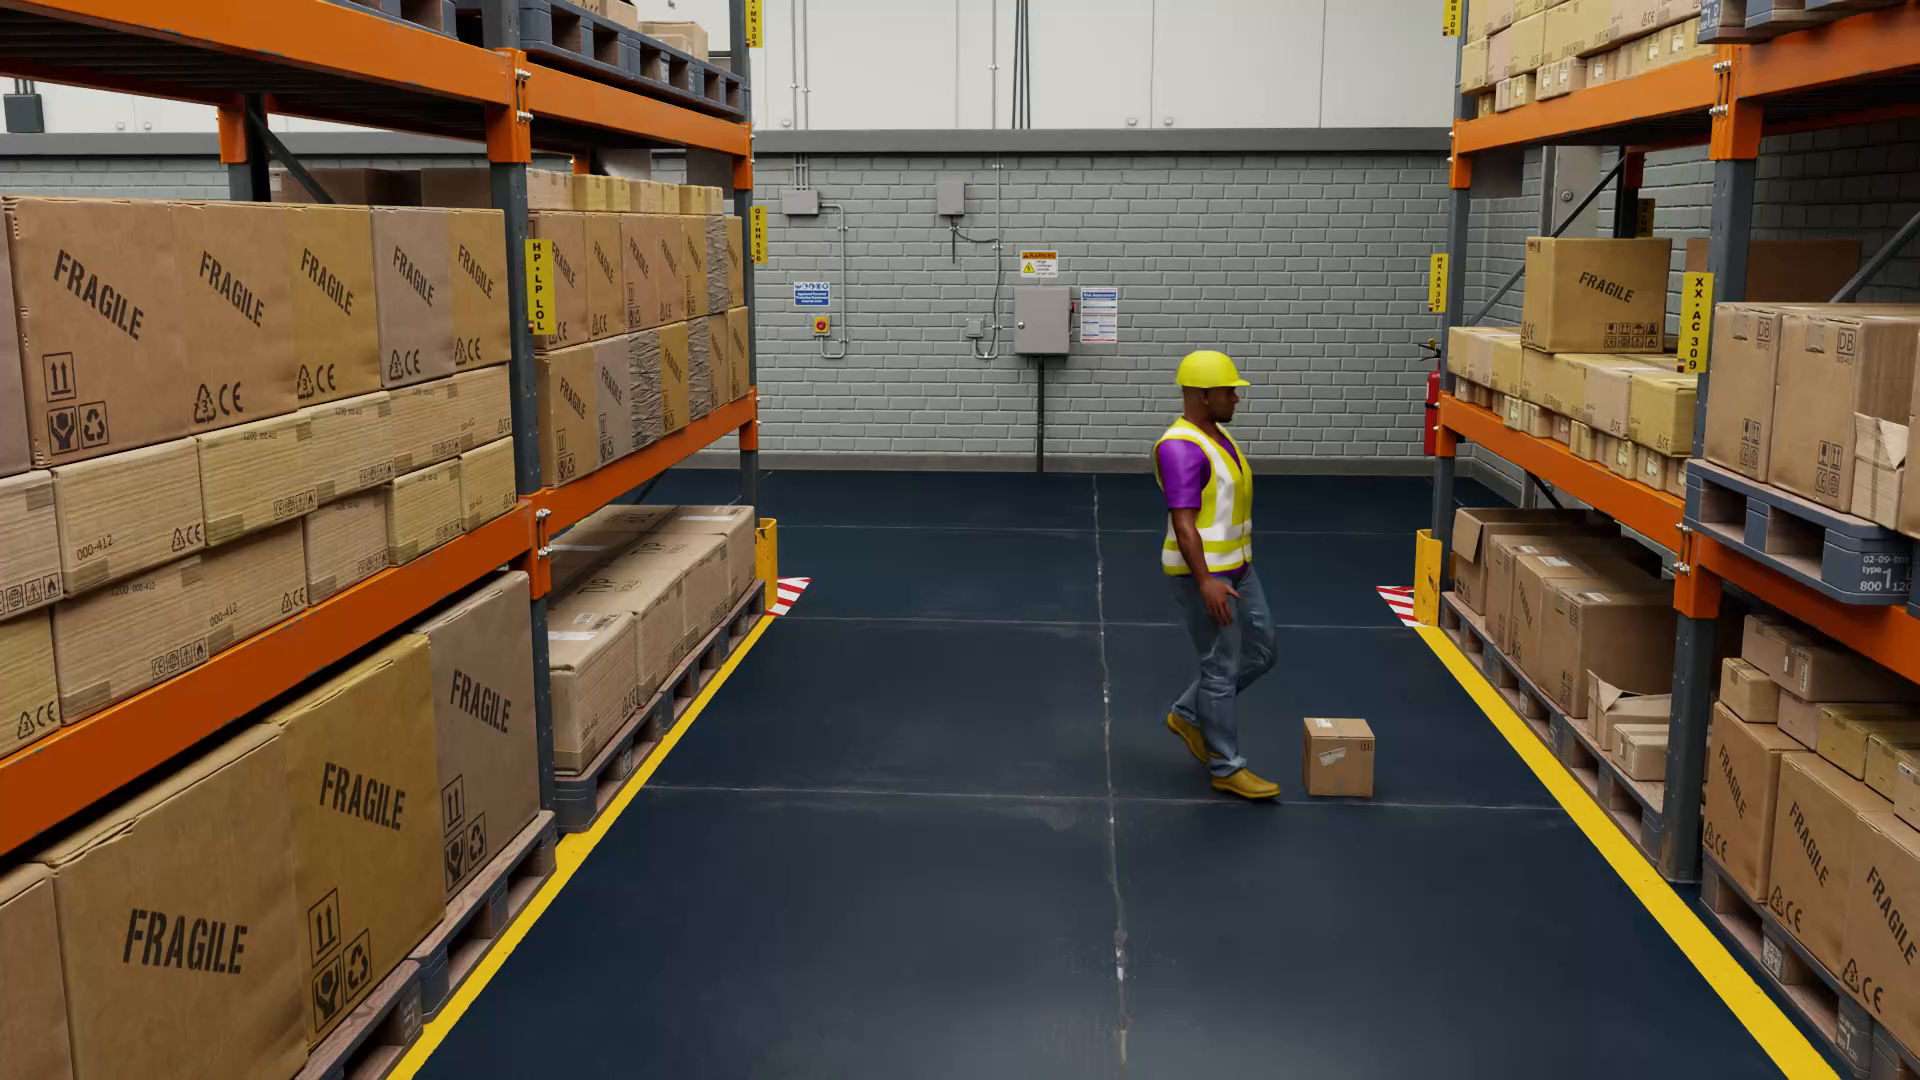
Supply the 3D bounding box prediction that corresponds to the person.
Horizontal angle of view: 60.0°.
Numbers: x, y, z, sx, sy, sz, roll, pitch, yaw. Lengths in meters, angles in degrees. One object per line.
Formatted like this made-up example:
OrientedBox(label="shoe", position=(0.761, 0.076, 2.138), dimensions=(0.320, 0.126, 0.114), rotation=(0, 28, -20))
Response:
OrientedBox(label="person", position=(1.059, 0.133, 6.639), dimensions=(0.571, 1.762, 0.619), rotation=(6, 12, 28))
